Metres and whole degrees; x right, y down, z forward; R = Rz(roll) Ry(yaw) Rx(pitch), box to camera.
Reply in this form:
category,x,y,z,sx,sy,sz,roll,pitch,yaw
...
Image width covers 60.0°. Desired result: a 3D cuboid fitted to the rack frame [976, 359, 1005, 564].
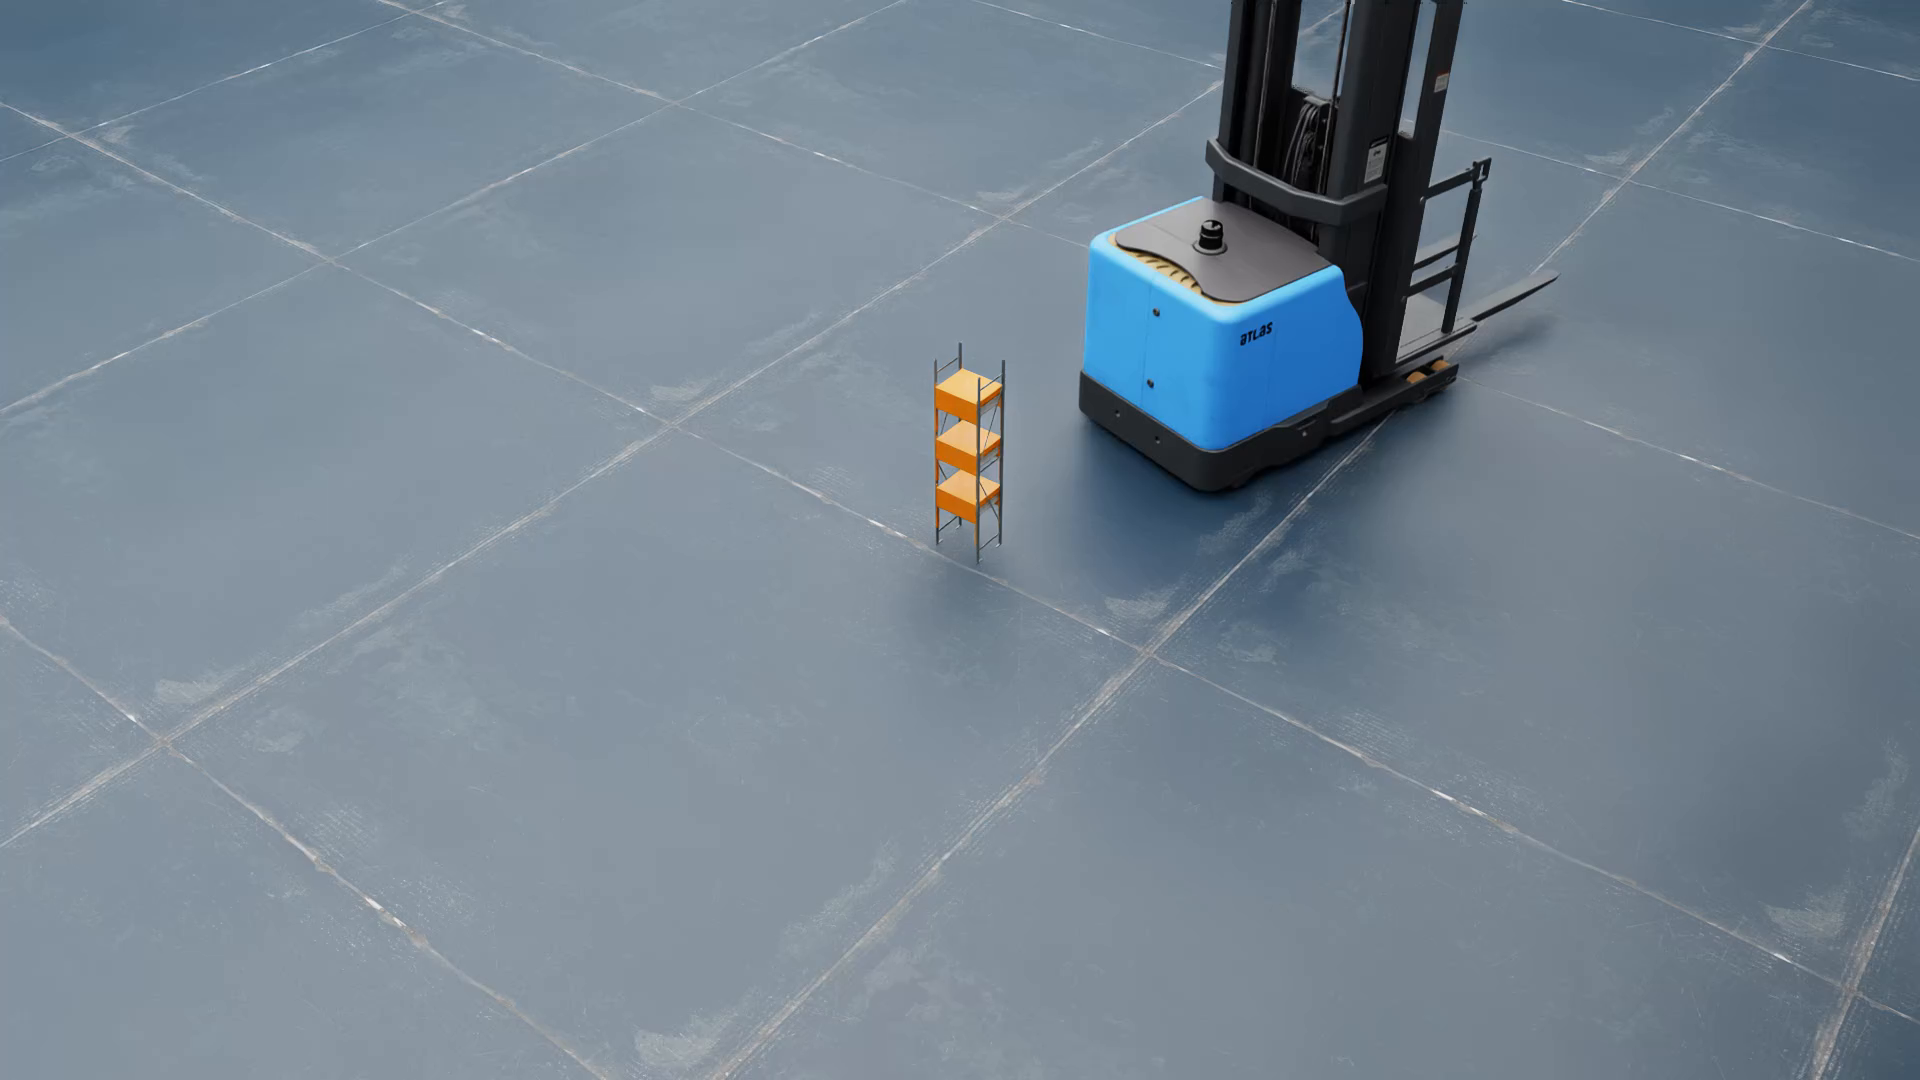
category,x,y,z,sx,sy,sz,roll,pitch,yaw
rack frame,0.139,-0.348,7.703,0.008,1.050,0.200,25,45,29

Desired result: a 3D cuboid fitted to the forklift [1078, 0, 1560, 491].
category,x,y,z,sx,sy,sz,roll,pitch,yaw
forklift,2.113,-2.137,8.463,3.031,2.935,1.130,-25,45,-29

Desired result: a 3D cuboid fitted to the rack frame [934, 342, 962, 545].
category,x,y,z,sx,sy,sz,roll,pitch,yaw
rack frame,-0.054,-0.439,7.820,0.008,1.050,0.200,25,45,29

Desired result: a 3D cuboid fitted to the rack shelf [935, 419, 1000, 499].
category,x,y,z,sx,sy,sz,roll,pitch,yaw
rack shelf,0.042,-0.385,7.768,0.240,0.259,0.215,25,45,29

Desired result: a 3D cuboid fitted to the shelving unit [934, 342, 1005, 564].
category,x,y,z,sx,sy,sz,roll,pitch,yaw
shelving unit,0.042,-0.393,7.762,0.252,1.050,0.215,25,45,29

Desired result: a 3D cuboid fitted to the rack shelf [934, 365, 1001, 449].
category,x,y,z,sx,sy,sz,roll,pitch,yaw
rack shelf,0.042,-0.608,7.593,0.240,0.259,0.215,25,45,29

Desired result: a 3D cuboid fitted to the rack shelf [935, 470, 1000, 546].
category,x,y,z,sx,sy,sz,roll,pitch,yaw
rack shelf,0.042,-0.166,7.939,0.240,0.259,0.215,25,45,29
